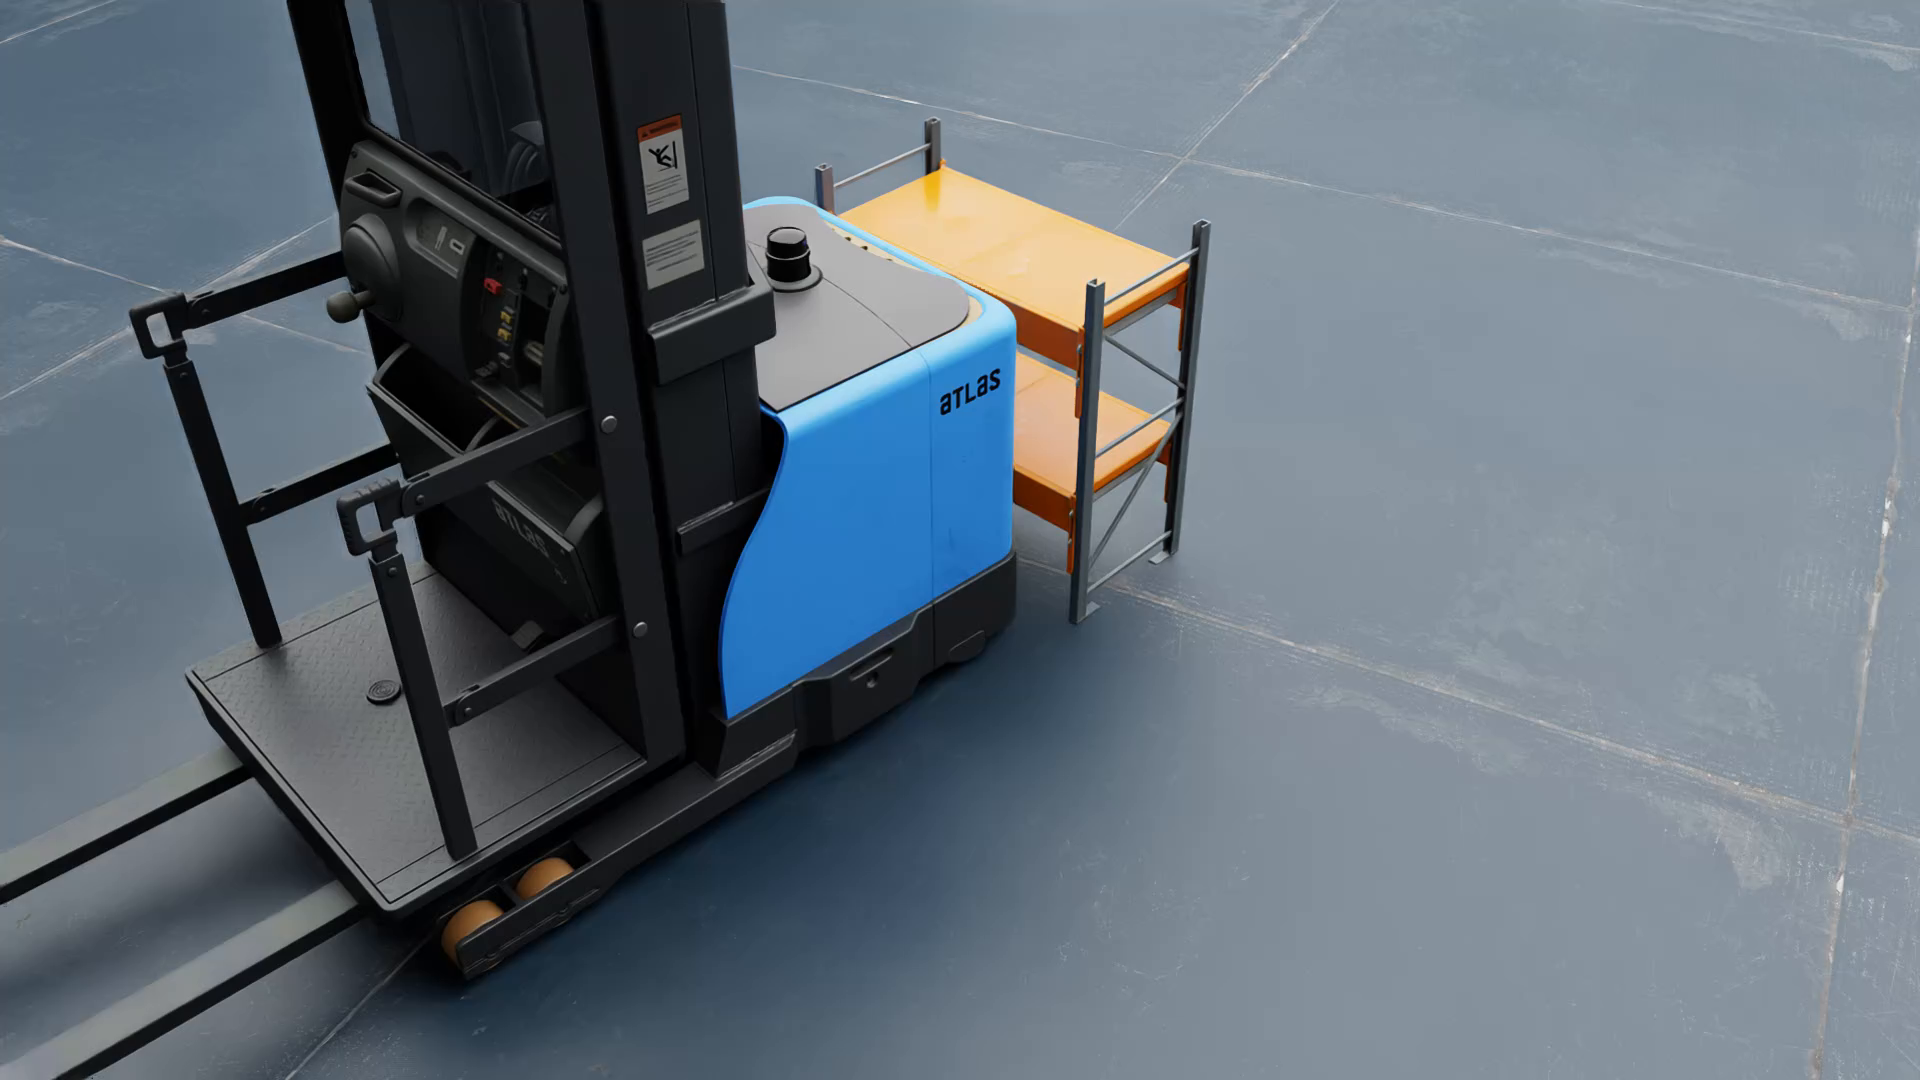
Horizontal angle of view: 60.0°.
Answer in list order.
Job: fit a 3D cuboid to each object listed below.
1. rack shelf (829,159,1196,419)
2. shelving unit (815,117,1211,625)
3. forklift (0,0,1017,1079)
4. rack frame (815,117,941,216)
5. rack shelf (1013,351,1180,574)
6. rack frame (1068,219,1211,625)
[{"bbox_3d":[0.133,-0.757,4.833,1.000,0.278,0.538,29,46,33],"label":"rack shelf"},{"bbox_3d":[0.133,-0.524,5.010,1.048,1.125,0.538,29,46,33],"label":"shelving unit"},{"bbox_3d":[-1.260,-0.510,3.497,3.031,2.935,1.130,-29,46,-33],"label":"forklift"},{"bbox_3d":[-0.239,-0.734,5.286,0.032,1.125,0.500,29,46,33],"label":"rack frame"},{"bbox_3d":[0.133,-0.329,5.157,1.000,0.278,0.538,29,46,33],"label":"rack shelf"},{"bbox_3d":[0.504,-0.314,4.733,0.032,1.125,0.500,29,46,33],"label":"rack frame"}]
